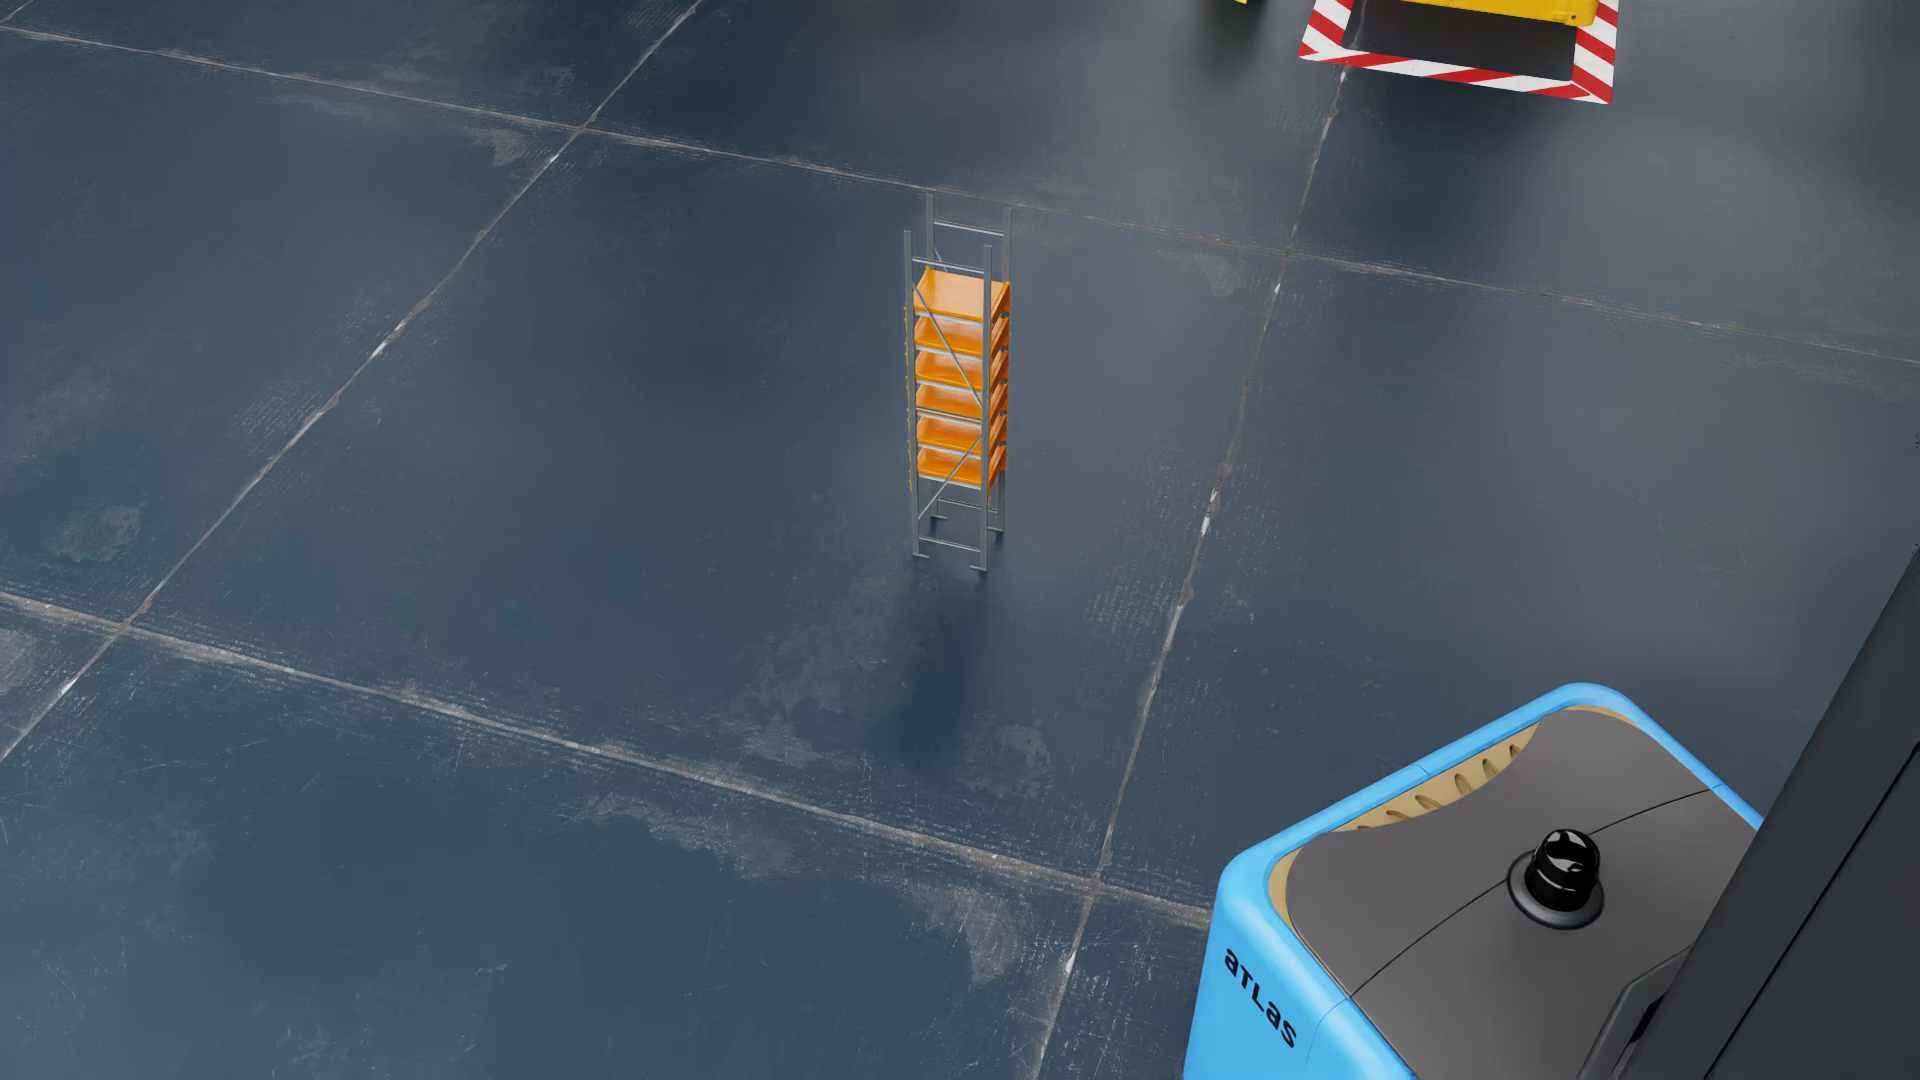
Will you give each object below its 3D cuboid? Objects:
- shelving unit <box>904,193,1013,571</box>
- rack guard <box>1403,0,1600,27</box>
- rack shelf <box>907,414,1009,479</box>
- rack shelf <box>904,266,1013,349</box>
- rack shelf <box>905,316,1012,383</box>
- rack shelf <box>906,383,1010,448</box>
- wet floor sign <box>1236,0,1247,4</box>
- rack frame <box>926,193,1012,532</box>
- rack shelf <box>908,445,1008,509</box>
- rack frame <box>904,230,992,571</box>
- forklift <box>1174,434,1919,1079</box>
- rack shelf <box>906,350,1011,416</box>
[{"bbox_3d":[-0.004,-0.419,4.821,0.258,1.200,0.189,13,46,12],"label":"shelving unit"},{"bbox_3d":[2.408,-2.773,7.726,1.175,0.500,0.348,13,46,13],"label":"rack guard"},{"bbox_3d":[-0.004,-0.302,4.936,0.258,0.103,0.180,13,46,12],"label":"rack shelf"},{"bbox_3d":[-0.004,-0.645,4.600,0.258,0.103,0.180,13,46,12],"label":"rack shelf"},{"bbox_3d":[-0.004,-0.559,4.684,0.258,0.103,0.180,13,46,12],"label":"rack shelf"},{"bbox_3d":[-0.004,-0.387,4.852,0.258,0.103,0.180,13,46,12],"label":"rack shelf"},{"bbox_3d":[1.308,-2.874,7.726,0.267,0.644,0.232,28,51,26],"label":"wet floor sign"},{"bbox_3d":[0.023,-0.480,4.883,0.240,1.200,0.006,13,46,12],"label":"rack frame"},{"bbox_3d":[-0.004,-0.216,5.019,0.258,0.103,0.180,13,46,12],"label":"rack shelf"},{"bbox_3d":[-0.032,-0.358,4.758,0.240,1.200,0.006,13,46,12],"label":"rack frame"},{"bbox_3d":[1.641,1.053,2.078,1.130,2.935,3.031,-22,49,-21],"label":"forklift"},{"bbox_3d":[-0.004,-0.473,4.768,0.258,0.103,0.180,13,46,12],"label":"rack shelf"}]
